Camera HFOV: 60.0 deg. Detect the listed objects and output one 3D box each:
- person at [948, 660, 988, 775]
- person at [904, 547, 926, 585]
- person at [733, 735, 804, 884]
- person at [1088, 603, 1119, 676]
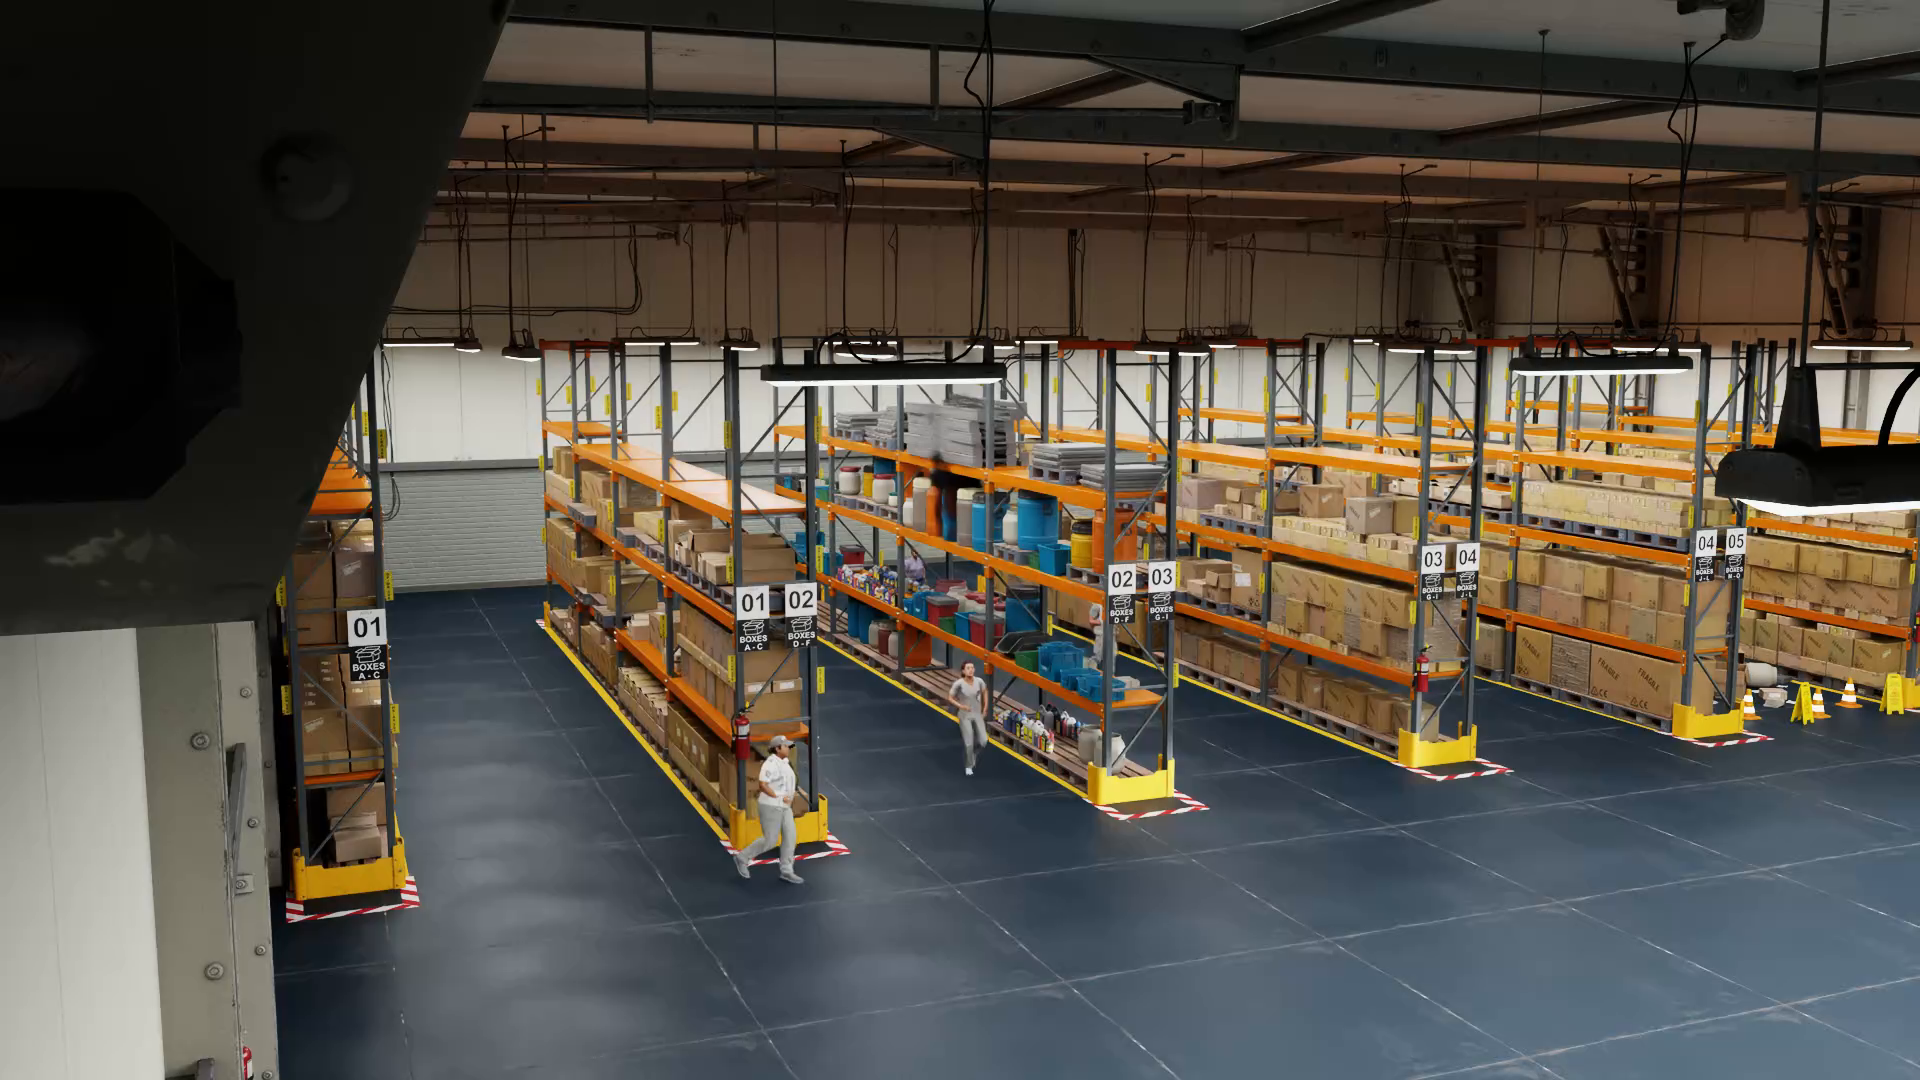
[{"bbox_3d":[0.151,2.493,23.331,0.624,1.629,0.523,-3,8,-20],"label":"person"},{"bbox_3d":[-0.961,0.925,35.589,0.570,1.596,0.600,-4,8,-28],"label":"person"},{"bbox_3d":[-2.132,3.056,19.063,0.799,1.655,0.696,2,8,15],"label":"person"},{"bbox_3d":[2.496,1.663,29.030,0.668,1.770,0.908,-5,9,-31],"label":"person"}]
